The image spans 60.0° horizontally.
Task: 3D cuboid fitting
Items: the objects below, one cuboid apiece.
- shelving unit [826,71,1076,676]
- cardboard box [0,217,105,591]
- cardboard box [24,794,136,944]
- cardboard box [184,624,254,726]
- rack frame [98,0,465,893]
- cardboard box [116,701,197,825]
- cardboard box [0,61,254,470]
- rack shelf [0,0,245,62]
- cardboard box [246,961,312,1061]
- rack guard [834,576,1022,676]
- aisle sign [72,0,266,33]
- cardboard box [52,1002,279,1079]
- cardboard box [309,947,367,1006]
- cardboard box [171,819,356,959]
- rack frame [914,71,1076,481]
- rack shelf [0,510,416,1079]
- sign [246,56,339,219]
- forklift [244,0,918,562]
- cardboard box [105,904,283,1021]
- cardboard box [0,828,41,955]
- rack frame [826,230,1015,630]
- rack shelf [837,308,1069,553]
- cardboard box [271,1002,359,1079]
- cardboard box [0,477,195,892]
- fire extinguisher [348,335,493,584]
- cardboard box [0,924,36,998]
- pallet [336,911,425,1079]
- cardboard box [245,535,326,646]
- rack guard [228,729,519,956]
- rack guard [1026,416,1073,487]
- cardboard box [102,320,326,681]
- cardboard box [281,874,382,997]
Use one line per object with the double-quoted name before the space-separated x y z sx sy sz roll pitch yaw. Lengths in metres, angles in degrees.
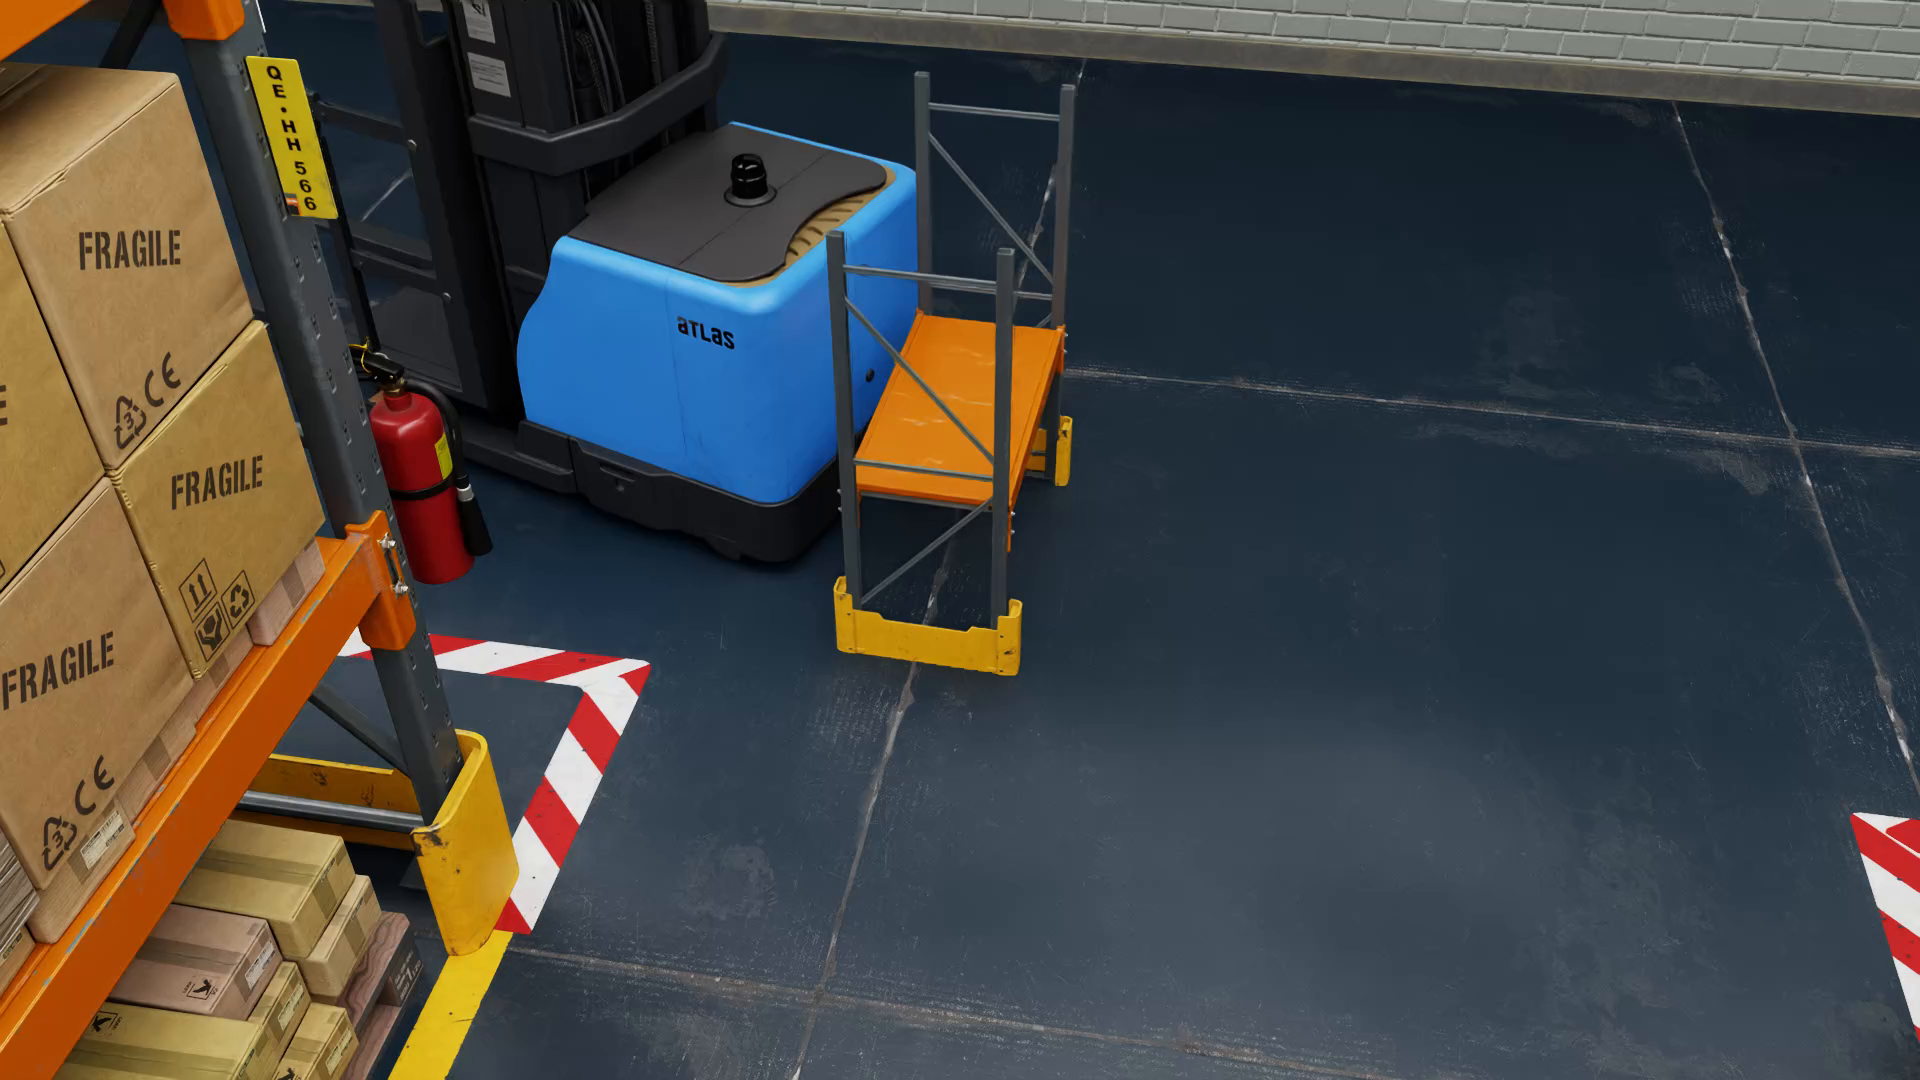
"shelving unit" 0.002 -0.521 5.203 0.587 1.500 1.083 8 40 9
"cardboard box" -1.731 -0.171 2.506 0.500 0.500 0.500 5 40 6
"cardboard box" -1.717 0.541 2.939 0.380 0.149 0.250 7 40 9
"cardboard box" -1.667 0.219 3.328 0.380 0.149 0.250 6 40 8
"rack frame" -1.809 -0.265 3.717 1.000 3.000 0.127 6 40 8
"cardboard box" -1.695 0.378 3.135 0.380 0.149 0.250 6 40 7
"cardboard box" -1.643 -0.489 2.891 0.500 0.500 0.500 6 40 7
"rack shelf" -2.155 0.111 1.472 1.077 0.370 4.000 6 40 8
"cardboard box" -1.717 1.078 3.766 0.380 0.149 0.250 6 40 7
"rack guard" -0.101 0.271 5.226 0.587 0.250 0.087 8 40 9
"aisle sign" -1.501 -1.280 2.904 0.394 0.787 0.004 6 40 8
"cardboard box" -1.671 1.131 3.469 0.380 0.149 0.250 6 40 7
"cardboard box" -1.694 1.025 4.064 0.380 0.149 0.250 7 40 8
"cardboard box" -1.651 0.803 3.866 0.380 0.149 0.250 7 40 8
"rack frame" 0.106 -0.832 5.580 0.500 1.500 0.032 8 40 9
"rack shelf" -2.155 1.267 2.428 1.077 0.370 4.000 6 40 8
"sign" -1.266 -0.759 3.158 0.100 0.325 0.005 6 40 8
"forklift" -1.655 -1.732 5.545 3.031 2.935 1.130 19 43 22
"cardboard box" -1.751 0.954 3.683 0.380 0.149 0.250 7 40 9
"cardboard box" -1.806 0.534 2.438 0.500 0.500 0.500 7 40 8
"rack frame" -0.105 -0.199 4.813 0.500 1.500 0.032 8 40 9
"rack shelf" 0.000 -0.377 5.311 0.538 0.185 1.000 8 40 9
"cardboard box" -1.639 1.198 3.855 0.380 0.149 0.250 8 40 9
"cardboard box" -1.727 0.215 2.824 0.500 0.500 0.500 6 40 7
"fire extinguisher" -1.311 -0.199 3.990 0.296 0.674 0.183 6 40 8
"cardboard box" -1.791 0.703 2.742 0.380 0.149 0.250 5 40 6
"pallet" -1.997 1.363 3.935 1.003 0.211 1.213 6 40 8
"cardboard box" -1.587 0.067 3.511 0.380 0.149 0.250 6 40 8
"rack guard" -1.822 0.746 4.455 1.175 0.500 0.348 6 40 8
"rack guard" 0.106 -0.350 5.977 0.587 0.250 0.087 8 40 9
"cardboard box" -1.633 -0.108 3.215 0.500 0.500 0.500 7 40 9
"cardboard box" -1.619 0.920 3.958 0.380 0.149 0.250 5 40 6
